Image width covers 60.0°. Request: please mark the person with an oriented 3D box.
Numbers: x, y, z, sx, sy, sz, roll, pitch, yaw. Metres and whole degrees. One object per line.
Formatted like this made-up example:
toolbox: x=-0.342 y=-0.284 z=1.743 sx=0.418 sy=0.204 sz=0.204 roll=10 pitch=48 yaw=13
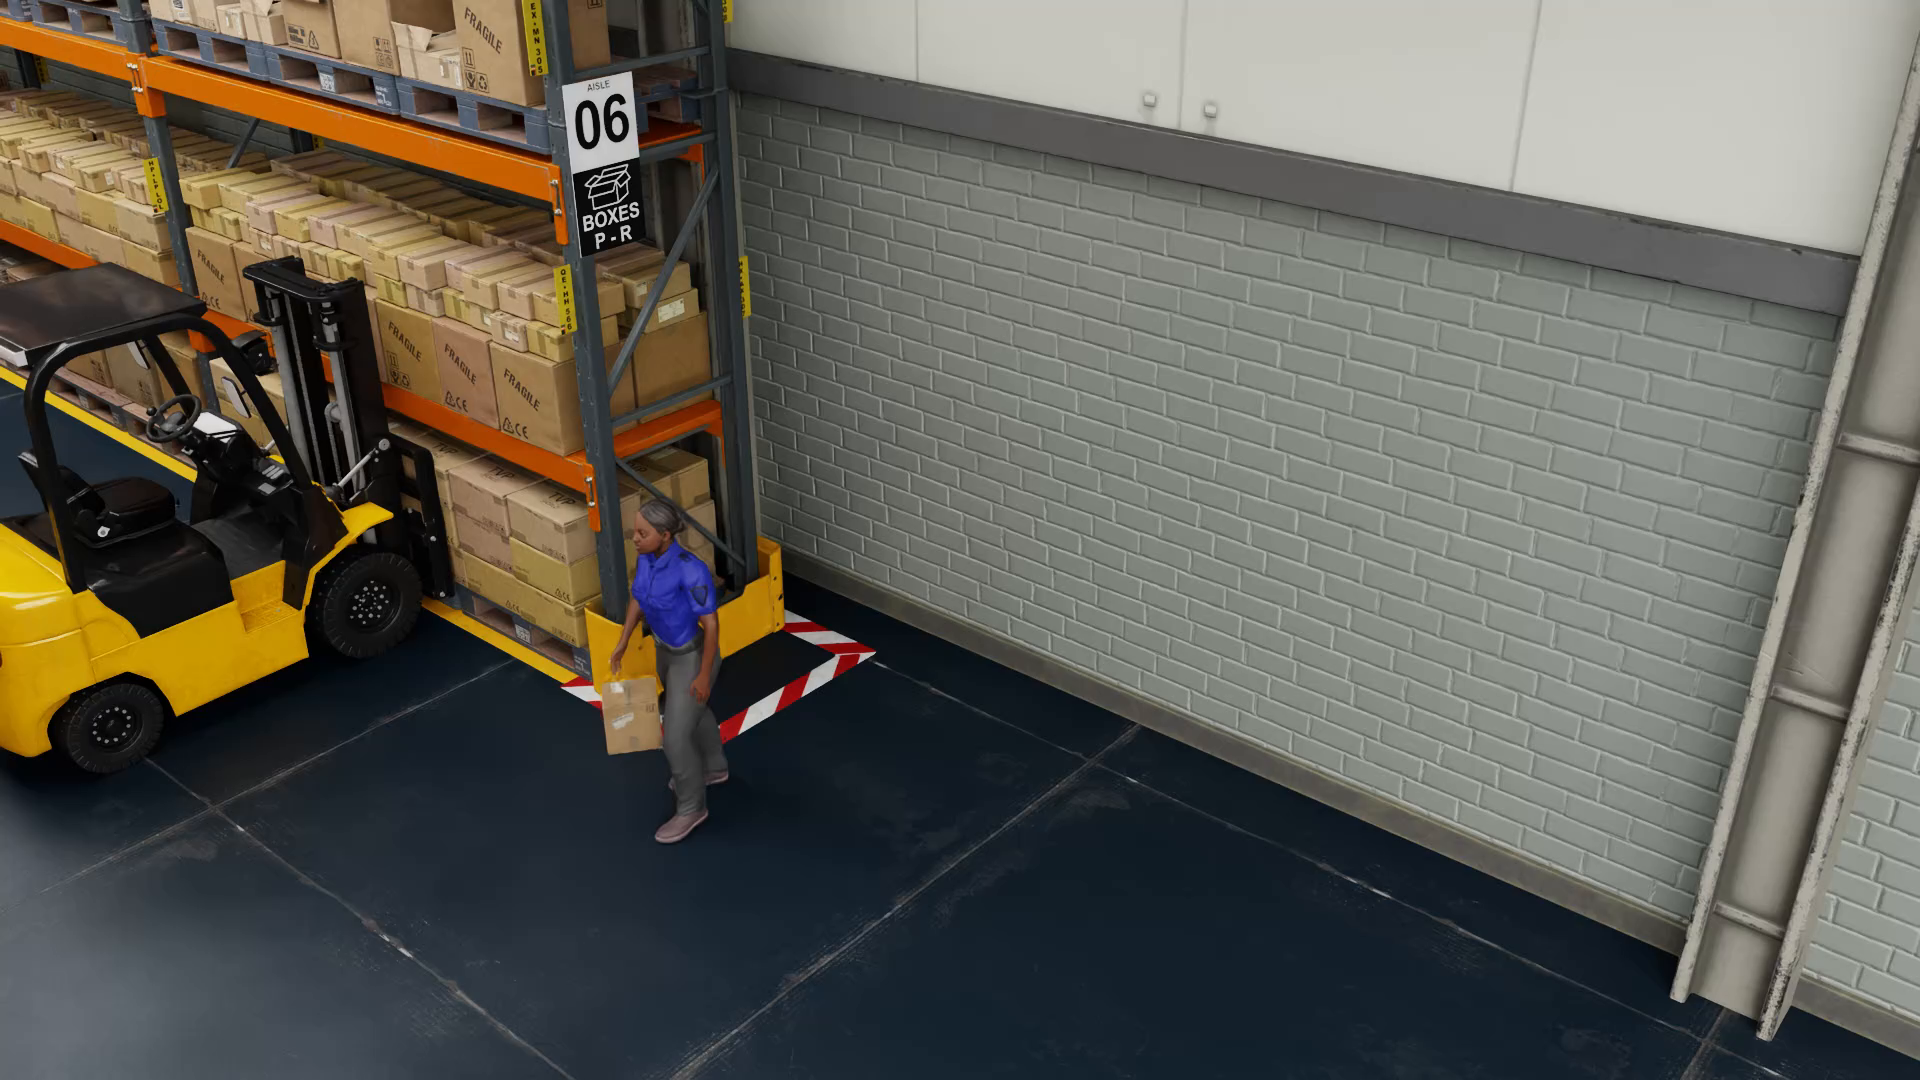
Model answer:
person: x=-1.294 y=0.549 z=7.588 sx=0.541 sy=1.645 sz=0.550 roll=-20 pitch=33 yaw=-33
